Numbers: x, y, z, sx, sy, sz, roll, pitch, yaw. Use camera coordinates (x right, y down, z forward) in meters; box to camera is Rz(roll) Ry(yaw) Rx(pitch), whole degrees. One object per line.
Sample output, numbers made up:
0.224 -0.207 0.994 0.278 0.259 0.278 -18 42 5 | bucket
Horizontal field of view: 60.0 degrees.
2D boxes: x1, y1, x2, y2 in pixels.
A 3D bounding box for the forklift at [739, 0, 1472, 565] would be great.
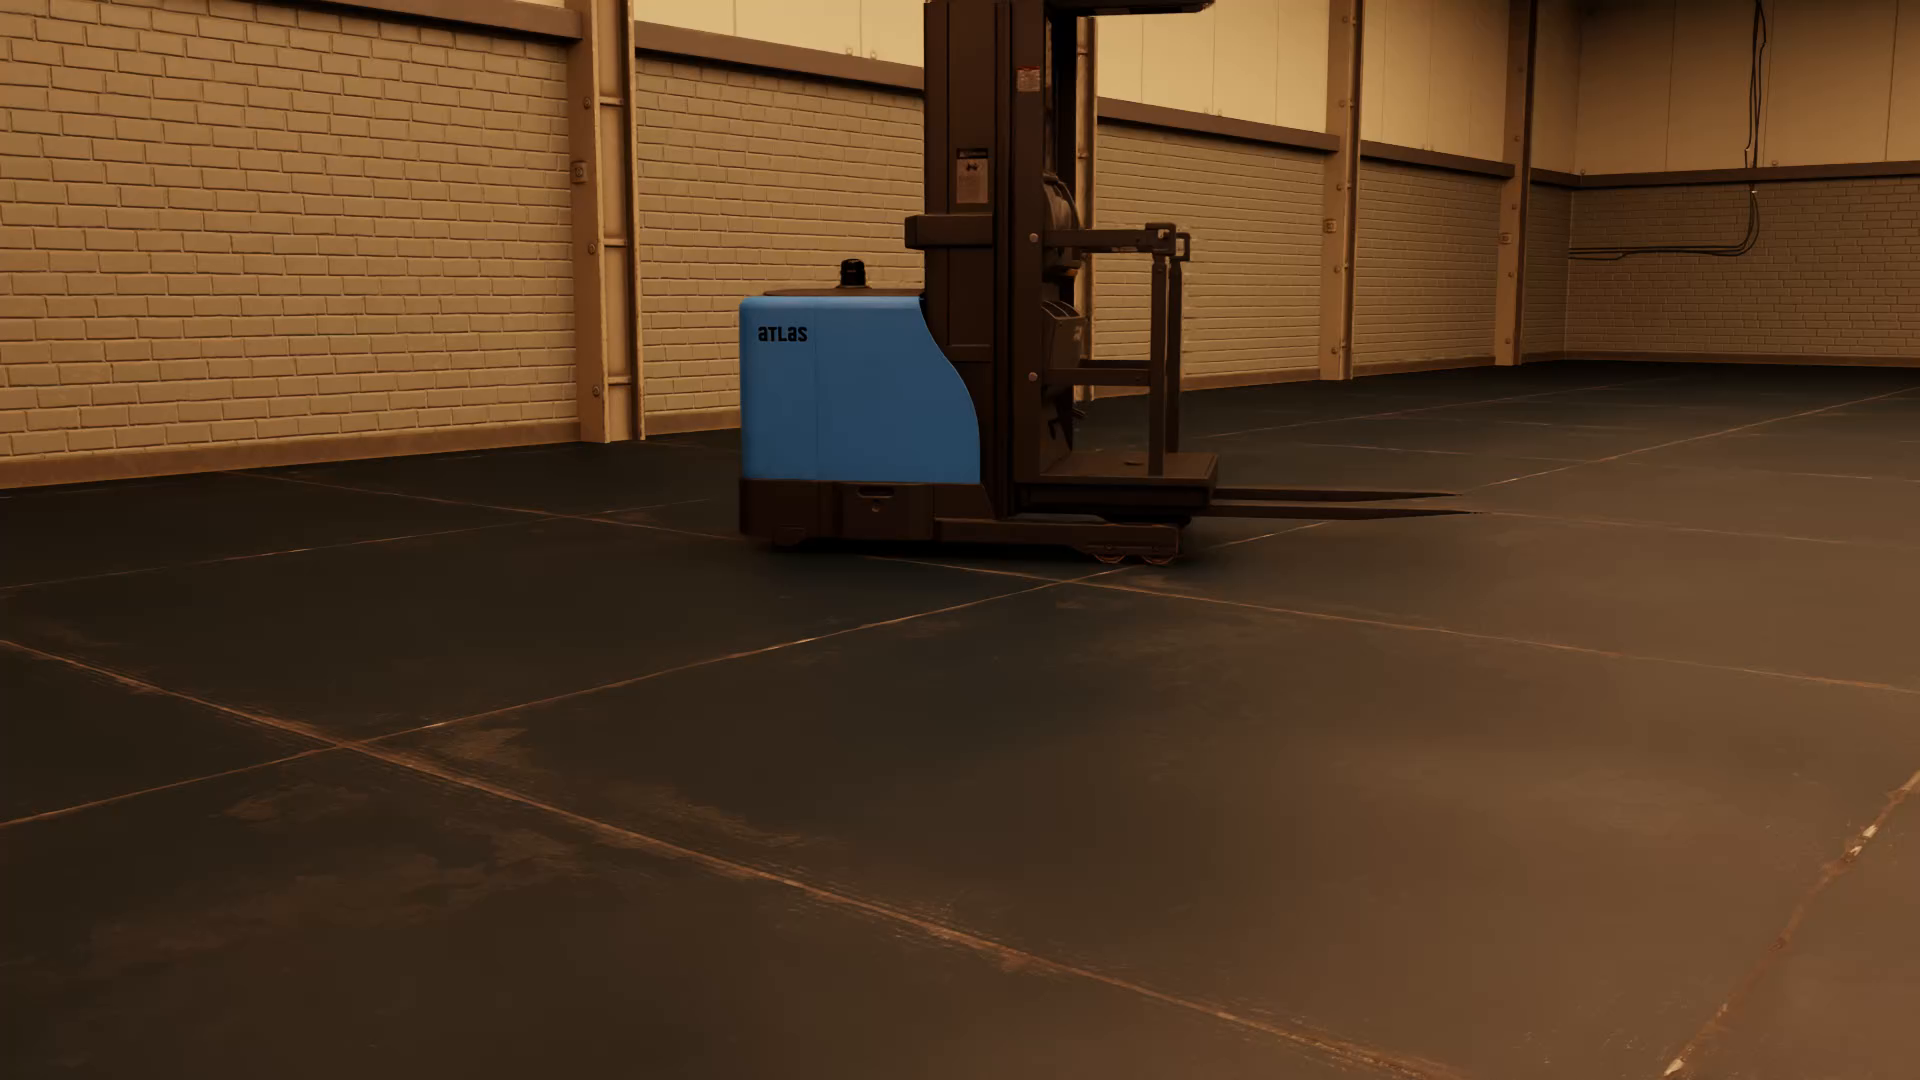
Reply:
0.624 -1.433 7.073 3.031 2.935 1.130 2 8 11 | forklift
